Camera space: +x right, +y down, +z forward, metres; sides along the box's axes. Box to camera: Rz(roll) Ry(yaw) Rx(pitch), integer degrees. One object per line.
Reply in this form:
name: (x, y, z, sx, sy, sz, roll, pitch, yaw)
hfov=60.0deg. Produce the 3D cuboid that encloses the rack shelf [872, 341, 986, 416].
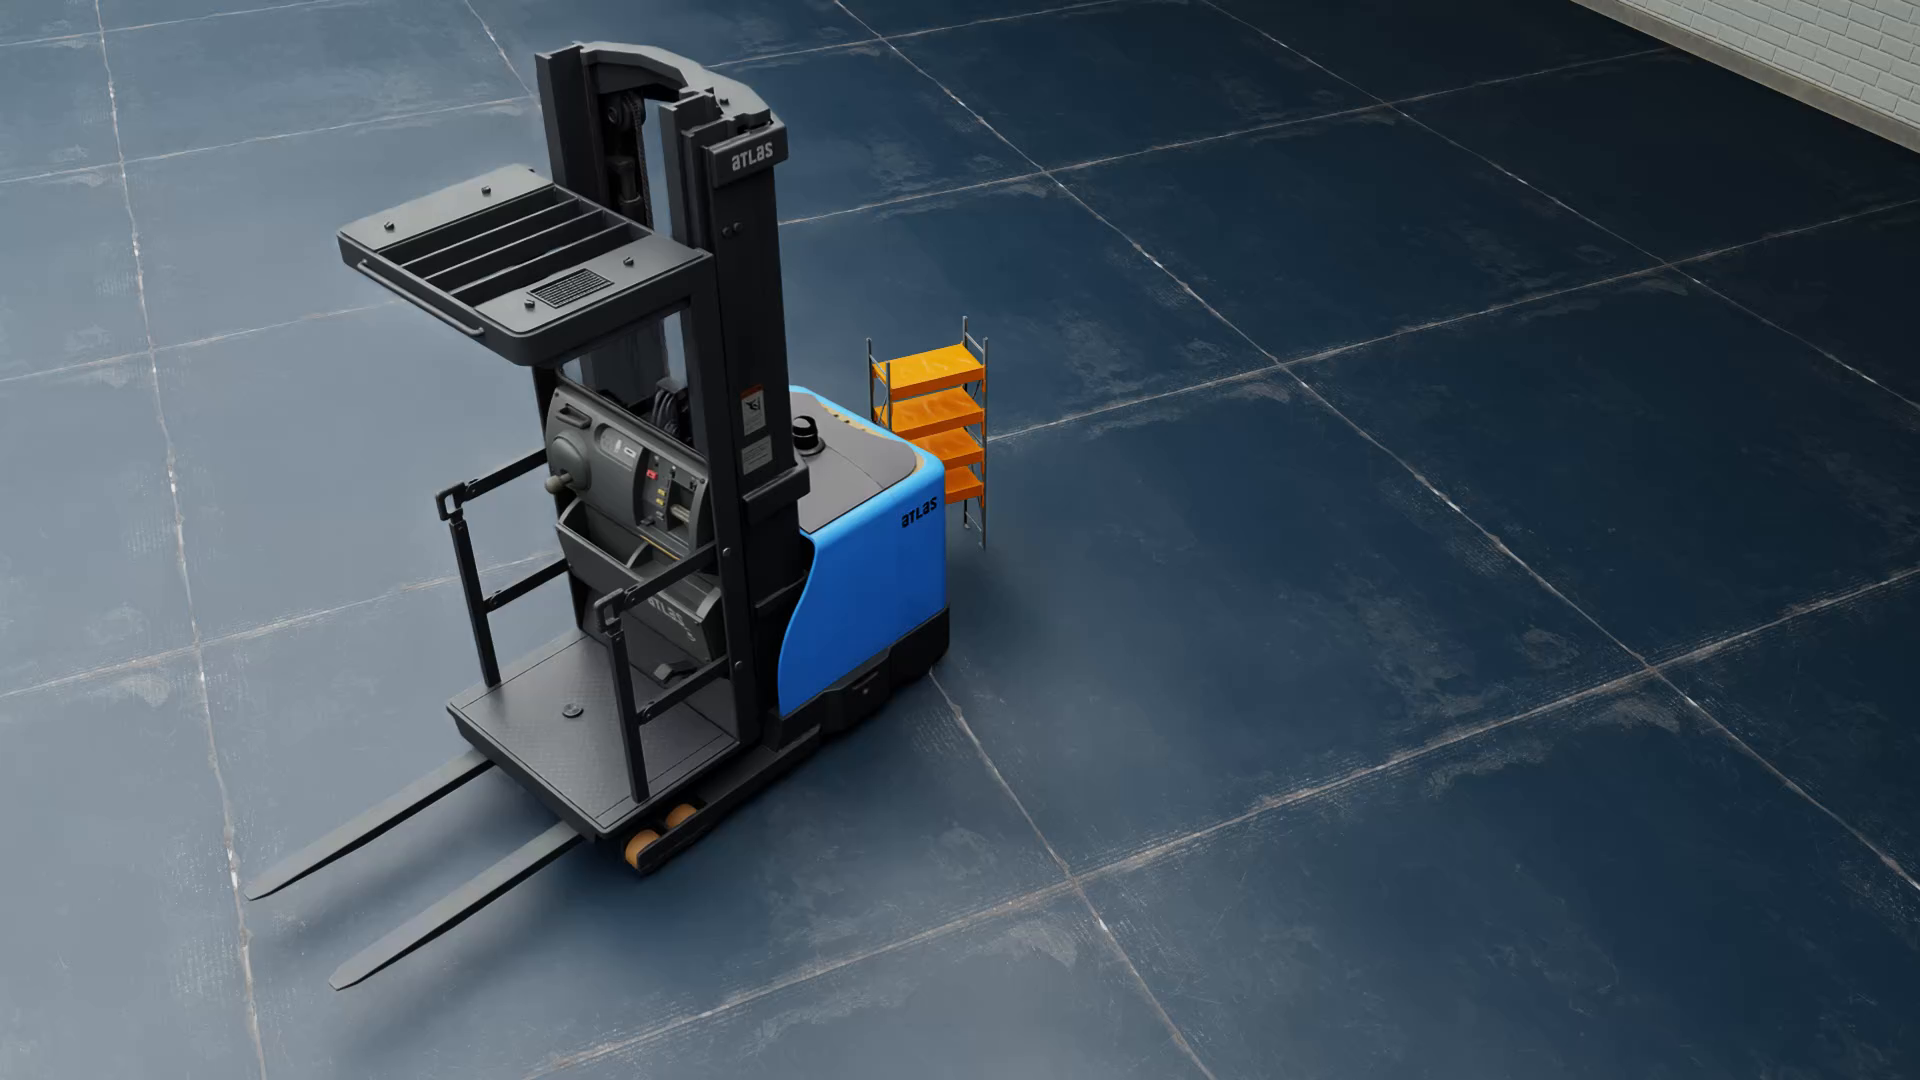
rack shelf: (-0.150, -0.756, 7.745, 0.480, 0.148, 0.258, -16, 39, -20)

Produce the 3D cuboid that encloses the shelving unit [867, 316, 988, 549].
shelving unit: (-0.150, -0.440, 7.979, 0.503, 1.200, 0.258, -16, 39, -20)

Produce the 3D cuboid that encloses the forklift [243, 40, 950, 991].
forklift: (-1.418, -0.203, 6.207, 1.130, 2.935, 3.031, 29, 45, 33)

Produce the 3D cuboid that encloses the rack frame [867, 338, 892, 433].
rack frame: (-0.371, -0.378, 7.896, 0.015, 1.200, 0.240, -16, 39, -20)

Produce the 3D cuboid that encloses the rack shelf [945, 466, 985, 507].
rack shelf: (-0.150, -0.226, 8.138, 0.480, 0.148, 0.258, -16, 39, -20)

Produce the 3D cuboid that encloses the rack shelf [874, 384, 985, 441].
rack shelf: (-0.150, -0.566, 7.886, 0.480, 0.148, 0.258, -16, 39, -20)

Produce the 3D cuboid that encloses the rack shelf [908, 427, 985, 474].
rack shelf: (-0.150, -0.386, 8.019, 0.480, 0.148, 0.258, -16, 39, -20)

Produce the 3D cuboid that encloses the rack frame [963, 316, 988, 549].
rack frame: (0.071, -0.502, 8.062, 0.015, 1.200, 0.240, -16, 39, -20)
